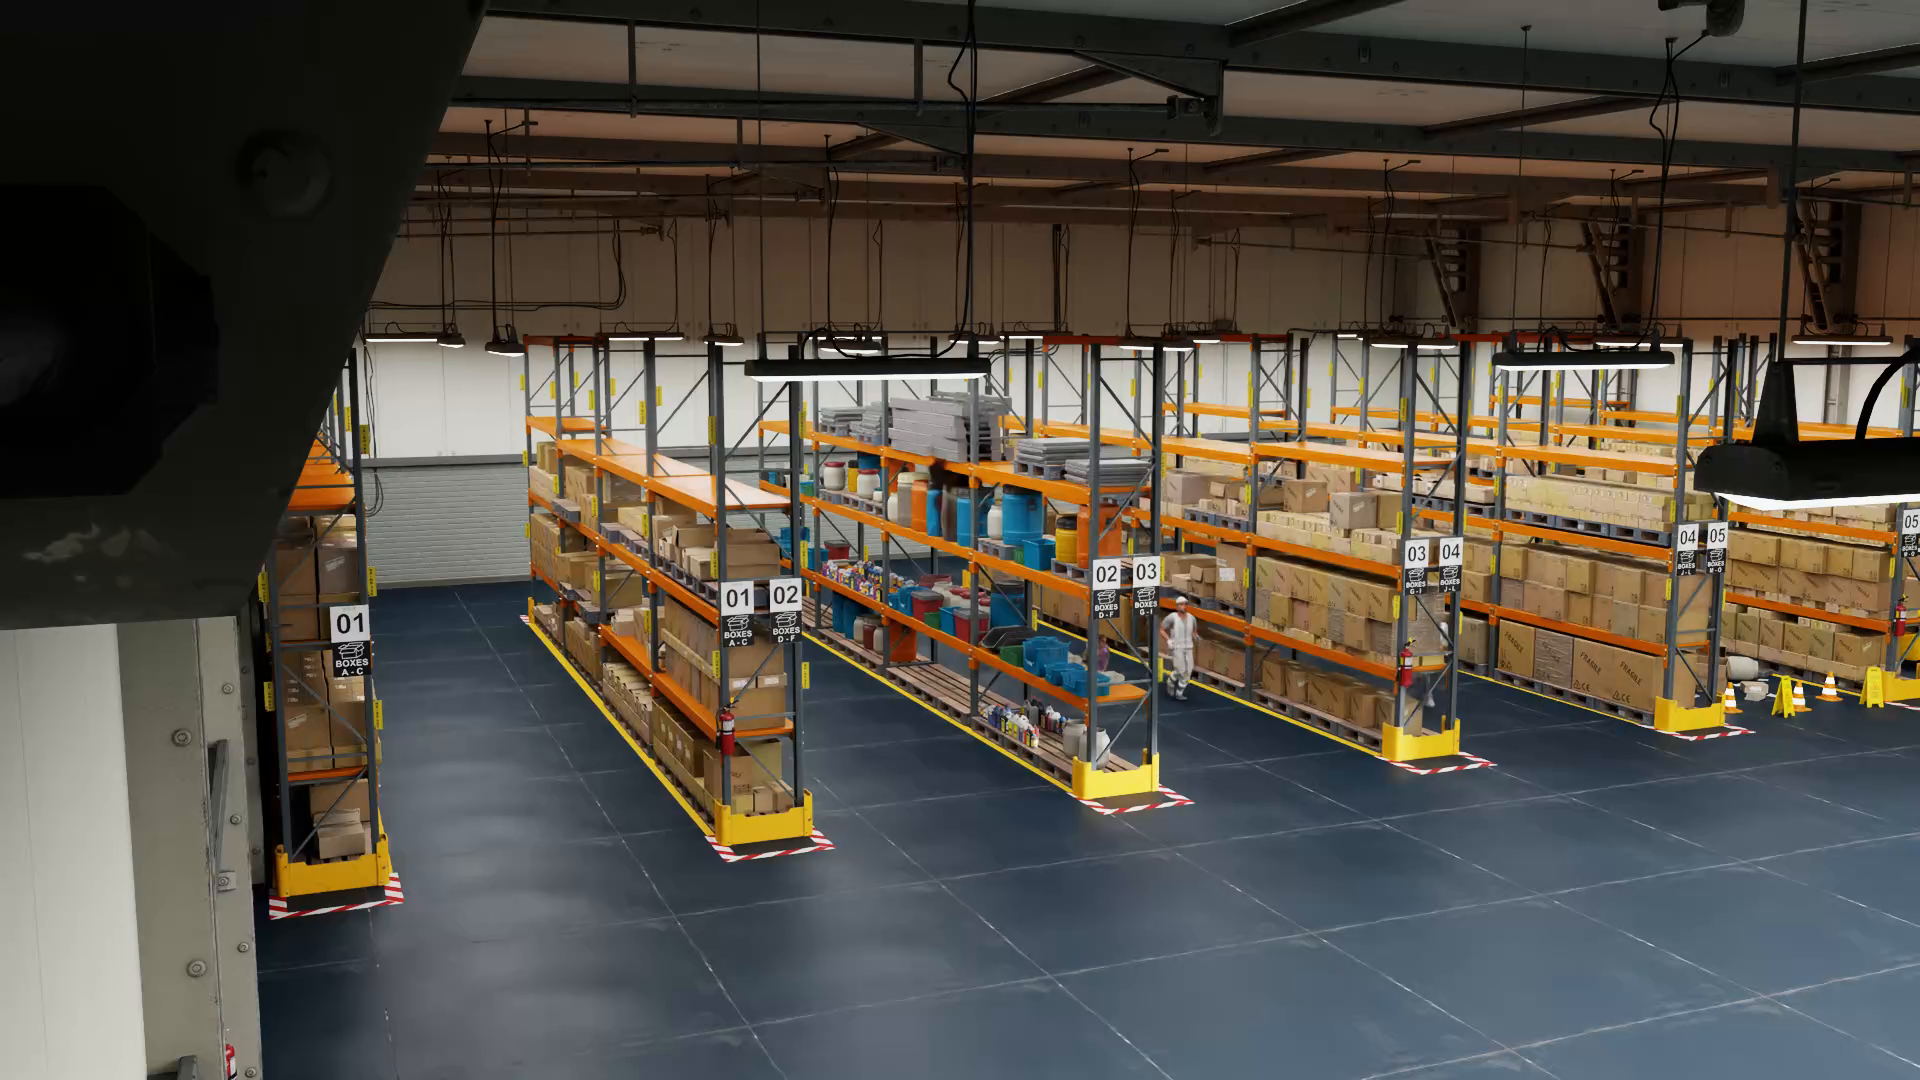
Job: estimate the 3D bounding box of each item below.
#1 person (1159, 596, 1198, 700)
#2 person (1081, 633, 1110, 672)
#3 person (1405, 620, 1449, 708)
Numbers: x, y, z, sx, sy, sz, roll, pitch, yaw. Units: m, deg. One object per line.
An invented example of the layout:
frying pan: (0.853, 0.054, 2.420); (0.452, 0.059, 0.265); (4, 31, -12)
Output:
person: (3.678, 1.804, 27.582); (0.639, 1.743, 0.530); (-3, 8, -24)
person: (2.090, 2.133, 26.375); (0.554, 1.428, 0.842); (-4, 8, -26)
person: (7.607, 1.860, 27.214); (0.764, 1.686, 0.707); (-2, 8, -14)
